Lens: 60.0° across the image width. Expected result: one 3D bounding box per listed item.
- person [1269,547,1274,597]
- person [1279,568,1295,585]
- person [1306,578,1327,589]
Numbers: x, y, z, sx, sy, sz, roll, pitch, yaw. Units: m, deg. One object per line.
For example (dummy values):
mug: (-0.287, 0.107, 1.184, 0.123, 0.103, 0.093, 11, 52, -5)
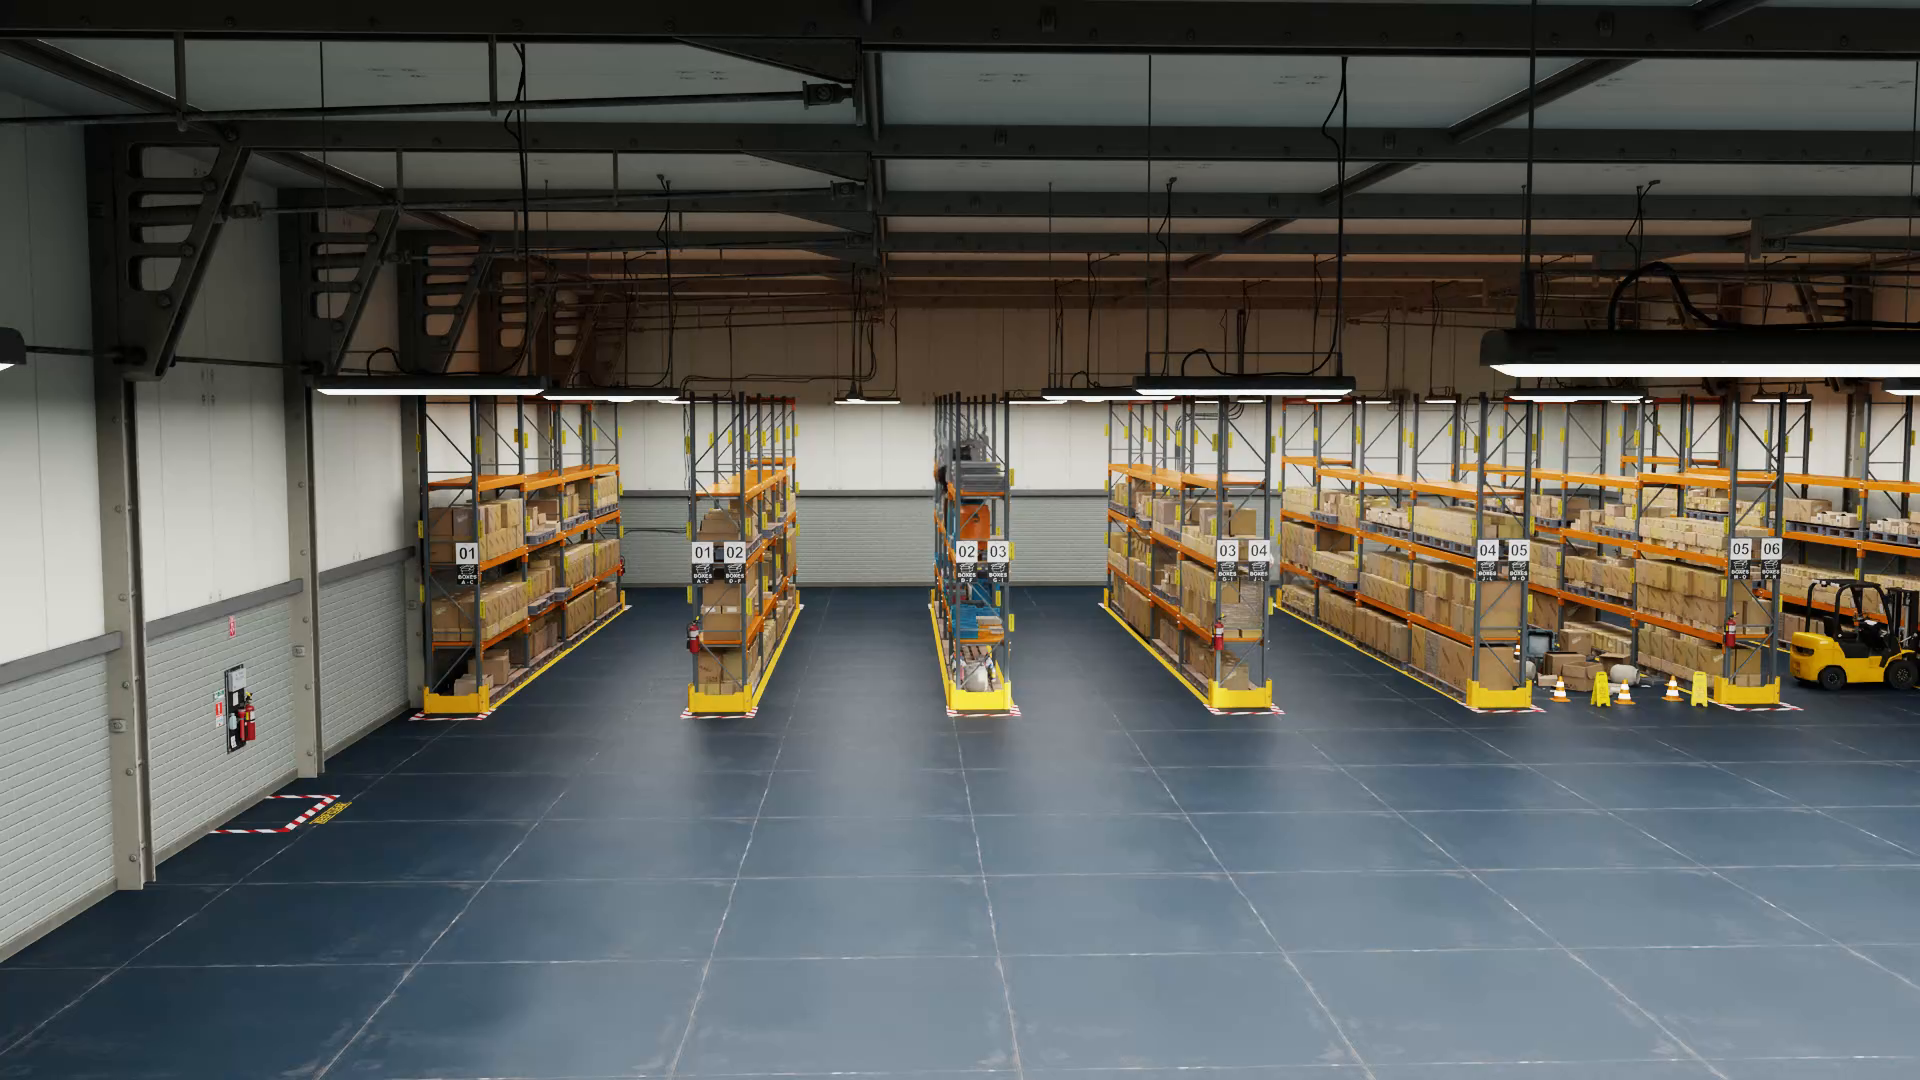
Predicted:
person: (8.882, 0.998, 48.670, 0.718, 1.780, 0.792, -2, 5, -24)
person: (9.671, 0.973, 49.128, 0.529, 1.630, 0.767, 0, 5, 4)
person: (10.471, 0.992, 48.969, 0.745, 1.695, 0.625, 0, 5, -4)
